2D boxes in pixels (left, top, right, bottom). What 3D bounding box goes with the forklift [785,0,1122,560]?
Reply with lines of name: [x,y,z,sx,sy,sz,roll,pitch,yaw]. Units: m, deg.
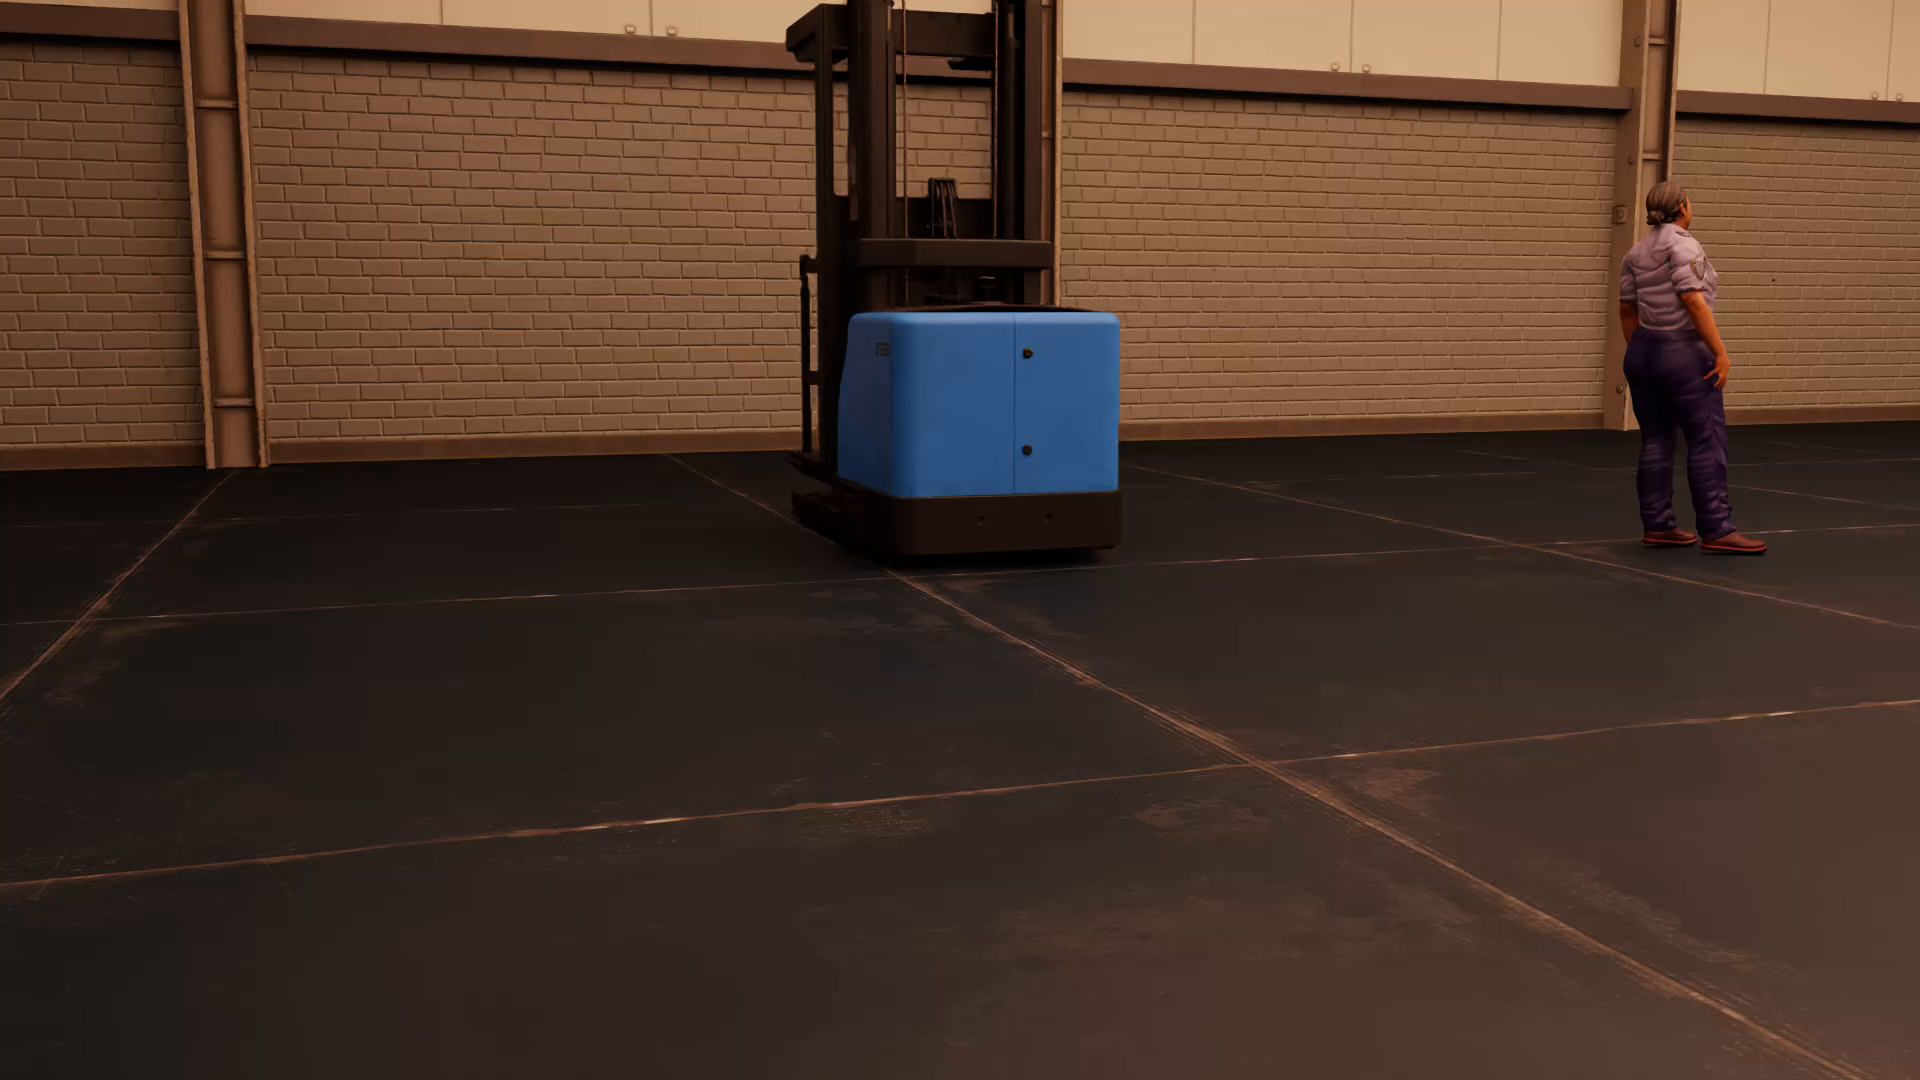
forklift: [-0.234,-1.528,8.287,1.130,2.935,3.031,-2,8,-18]

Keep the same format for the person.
person: [3.315,-0.787,7.543,0.502,1.651,0.598,-2,8,-17]
